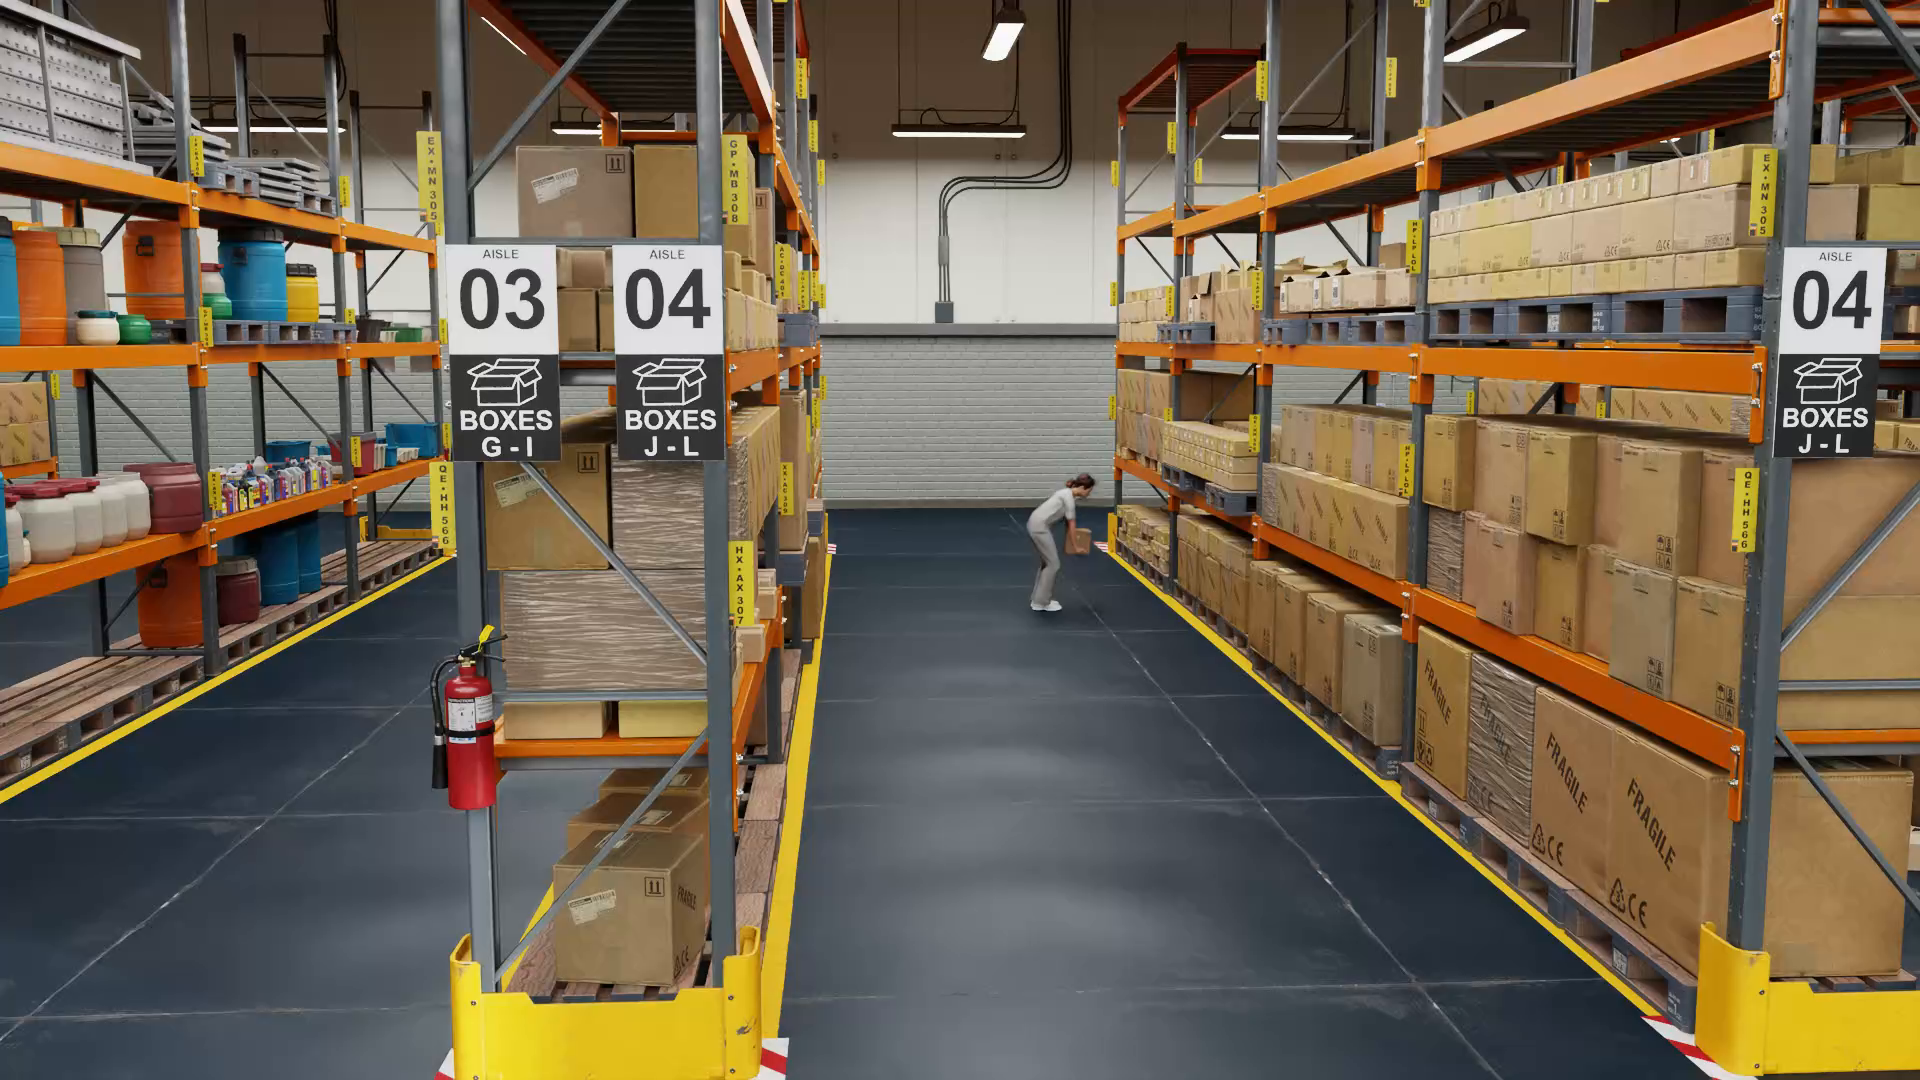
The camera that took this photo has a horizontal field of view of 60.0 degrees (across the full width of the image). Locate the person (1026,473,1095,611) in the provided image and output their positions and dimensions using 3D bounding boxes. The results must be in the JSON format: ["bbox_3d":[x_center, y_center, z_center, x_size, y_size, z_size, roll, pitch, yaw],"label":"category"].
[{"bbox_3d":[1.065,0.016,17.600,0.724,1.445,0.416,-1,7,-5],"label":"person"}]
